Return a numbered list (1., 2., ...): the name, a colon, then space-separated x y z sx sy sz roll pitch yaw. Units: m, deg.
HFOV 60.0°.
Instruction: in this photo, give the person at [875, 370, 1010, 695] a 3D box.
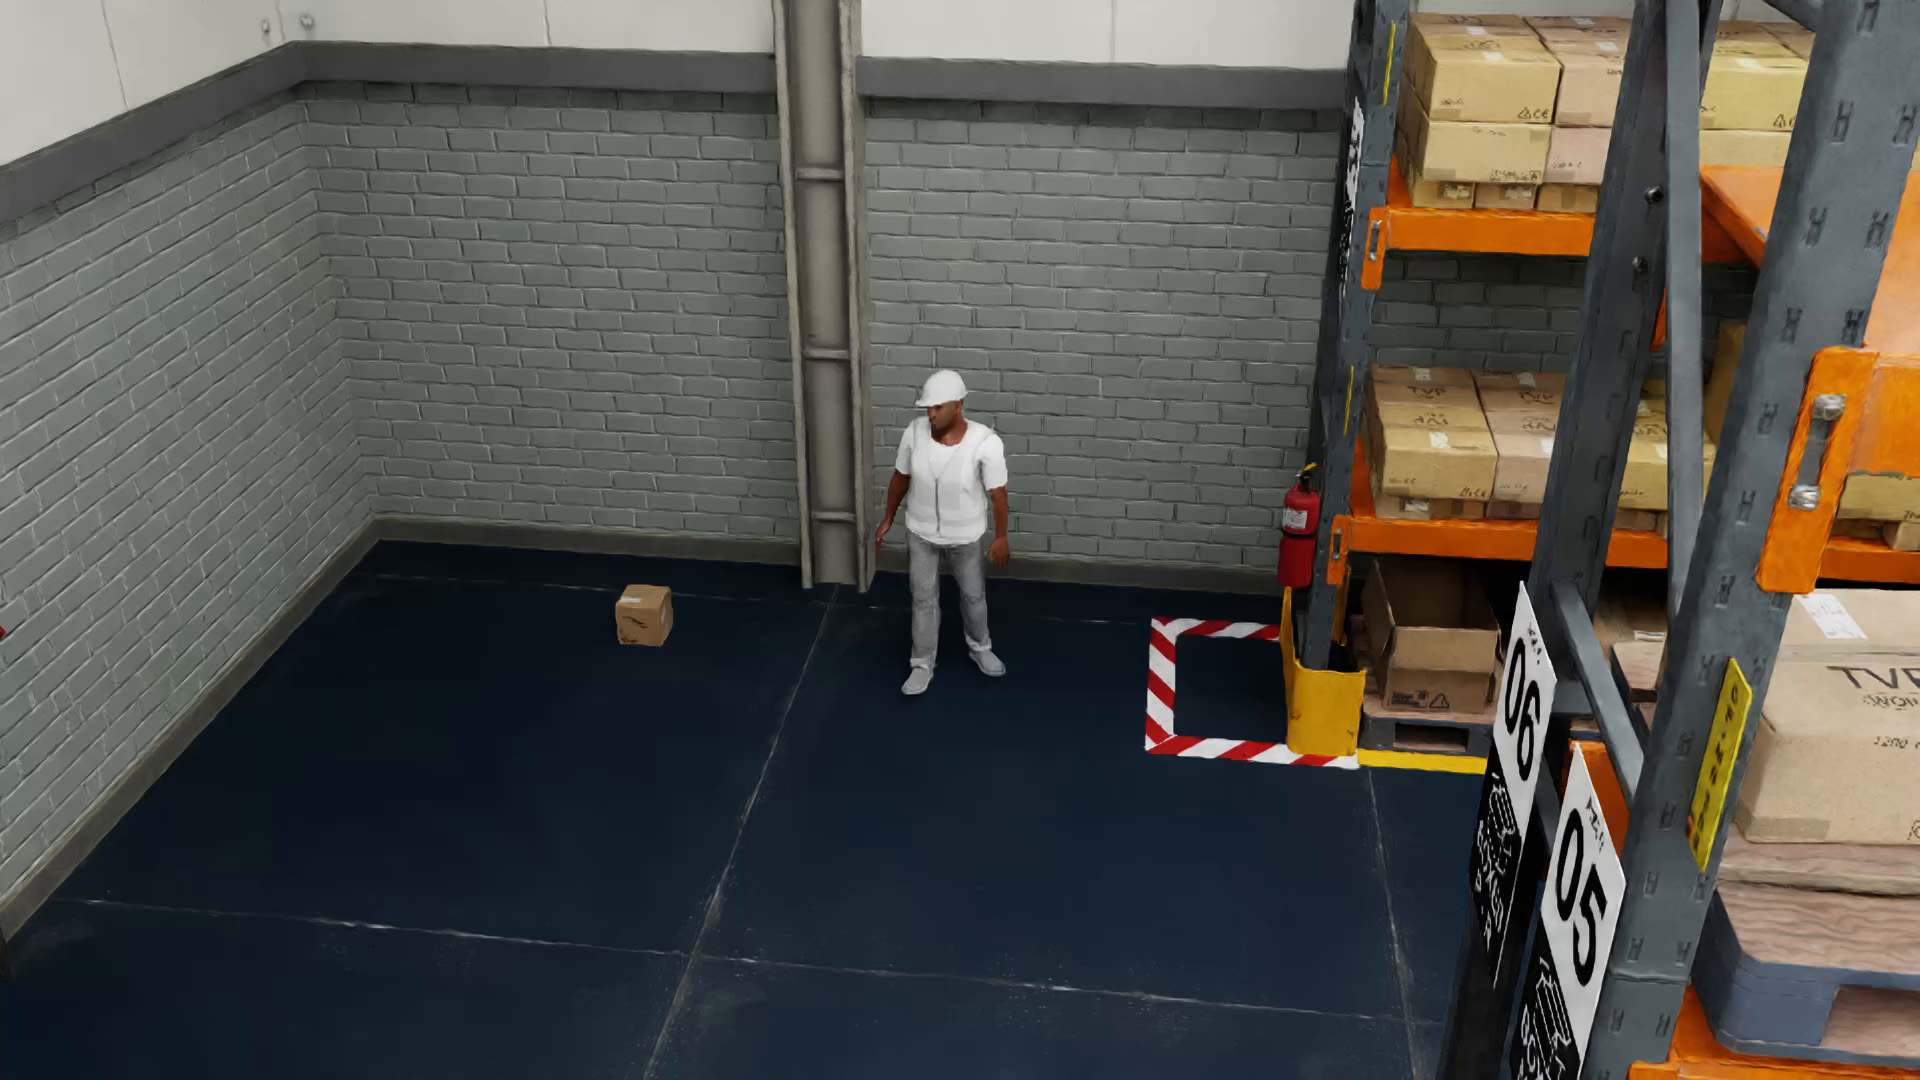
1. person: -0.101 -0.032 8.634 0.724 1.768 0.583 7 29 13
